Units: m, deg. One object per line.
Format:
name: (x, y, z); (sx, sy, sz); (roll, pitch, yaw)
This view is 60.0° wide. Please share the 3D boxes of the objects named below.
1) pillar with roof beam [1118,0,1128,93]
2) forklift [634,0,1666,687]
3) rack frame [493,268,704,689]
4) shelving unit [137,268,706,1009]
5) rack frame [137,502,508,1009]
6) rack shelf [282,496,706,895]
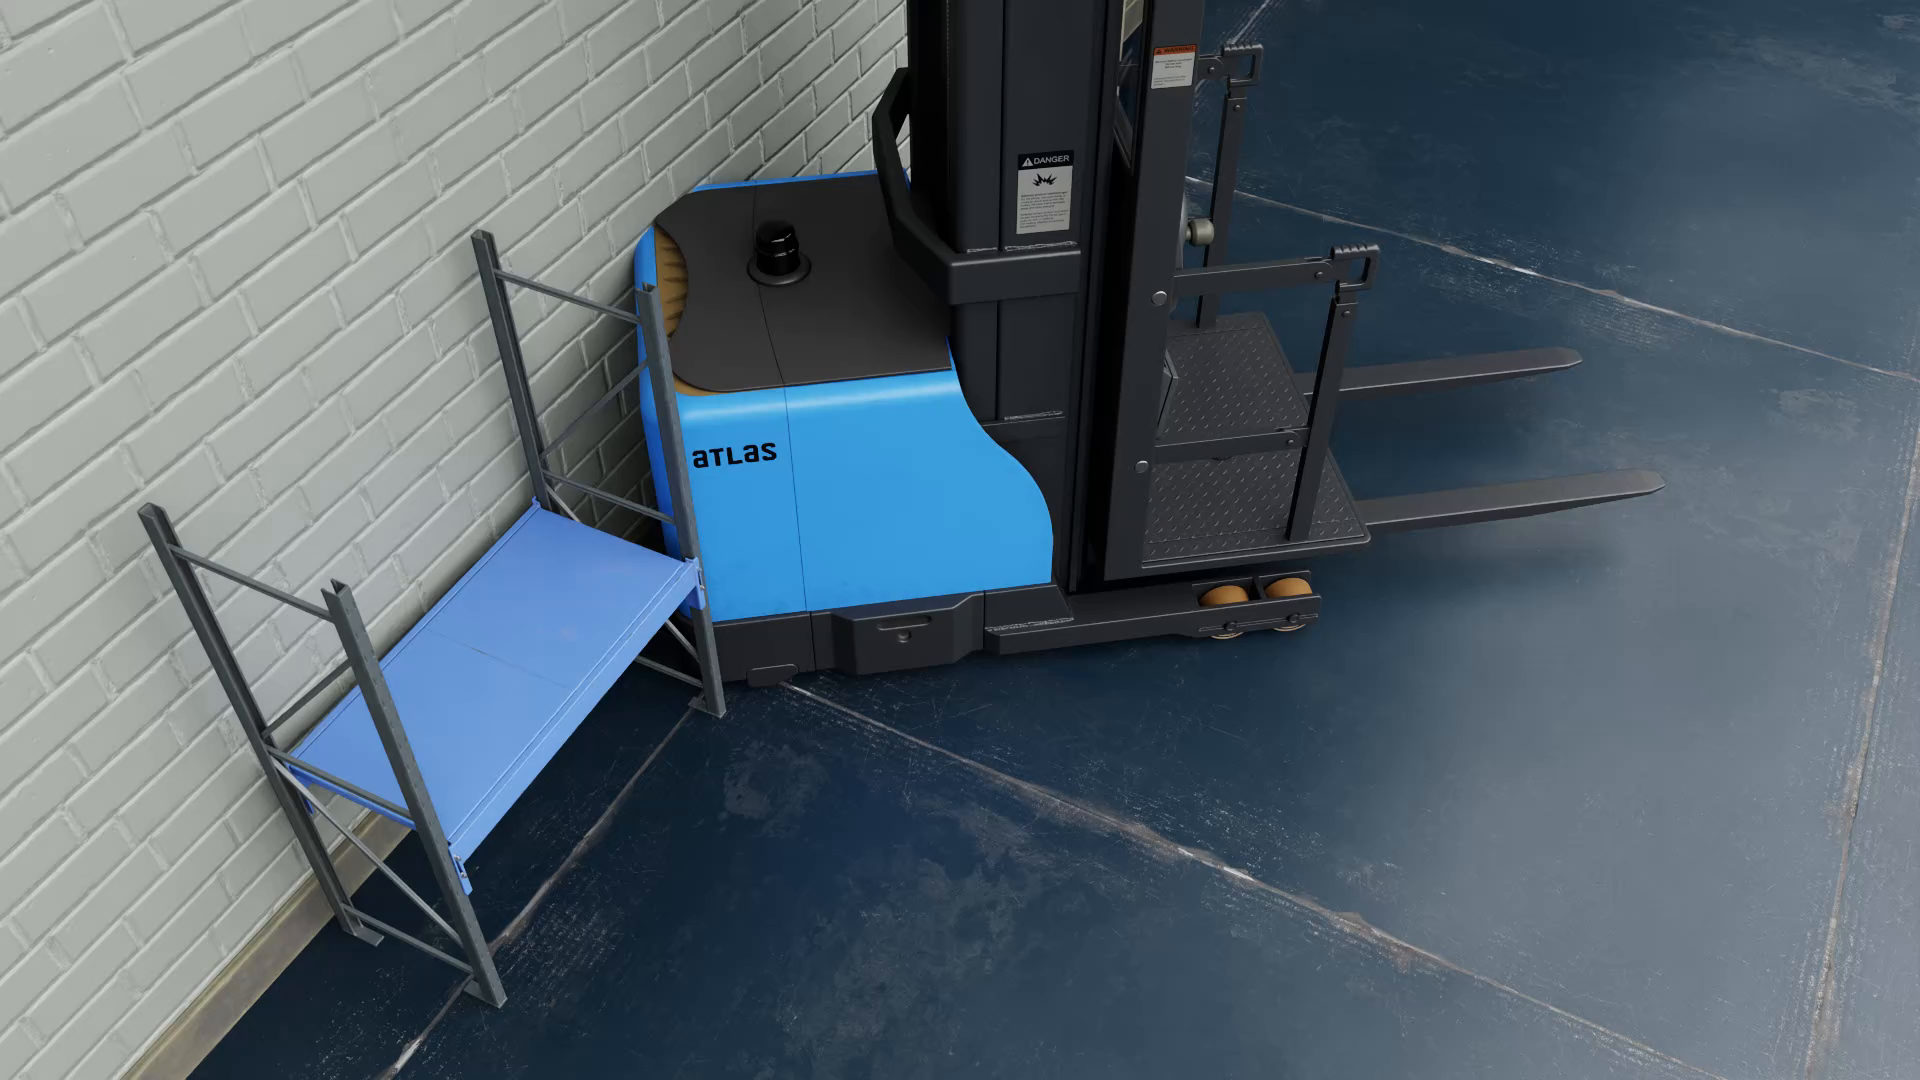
pillar with roof beam: (4.248, -3.379, 2.263); (9.100, 9.000, 0.400); (20, 49, 19)
forklift: (0.621, -1.102, 4.279); (3.031, 2.935, 1.130); (-7, 46, -6)
rack frame: (-0.901, -0.106, 4.300); (0.475, 1.308, 0.013); (19, 48, 18)
shelving unit: (-1.128, 0.221, 3.977); (0.538, 1.500, 1.039); (19, 48, 18)
rack frame: (-1.353, 0.542, 3.660); (0.500, 1.500, 0.032); (19, 48, 18)
rack shelf: (-1.126, 0.345, 4.108); (0.538, 0.185, 1.000); (19, 48, 18)
